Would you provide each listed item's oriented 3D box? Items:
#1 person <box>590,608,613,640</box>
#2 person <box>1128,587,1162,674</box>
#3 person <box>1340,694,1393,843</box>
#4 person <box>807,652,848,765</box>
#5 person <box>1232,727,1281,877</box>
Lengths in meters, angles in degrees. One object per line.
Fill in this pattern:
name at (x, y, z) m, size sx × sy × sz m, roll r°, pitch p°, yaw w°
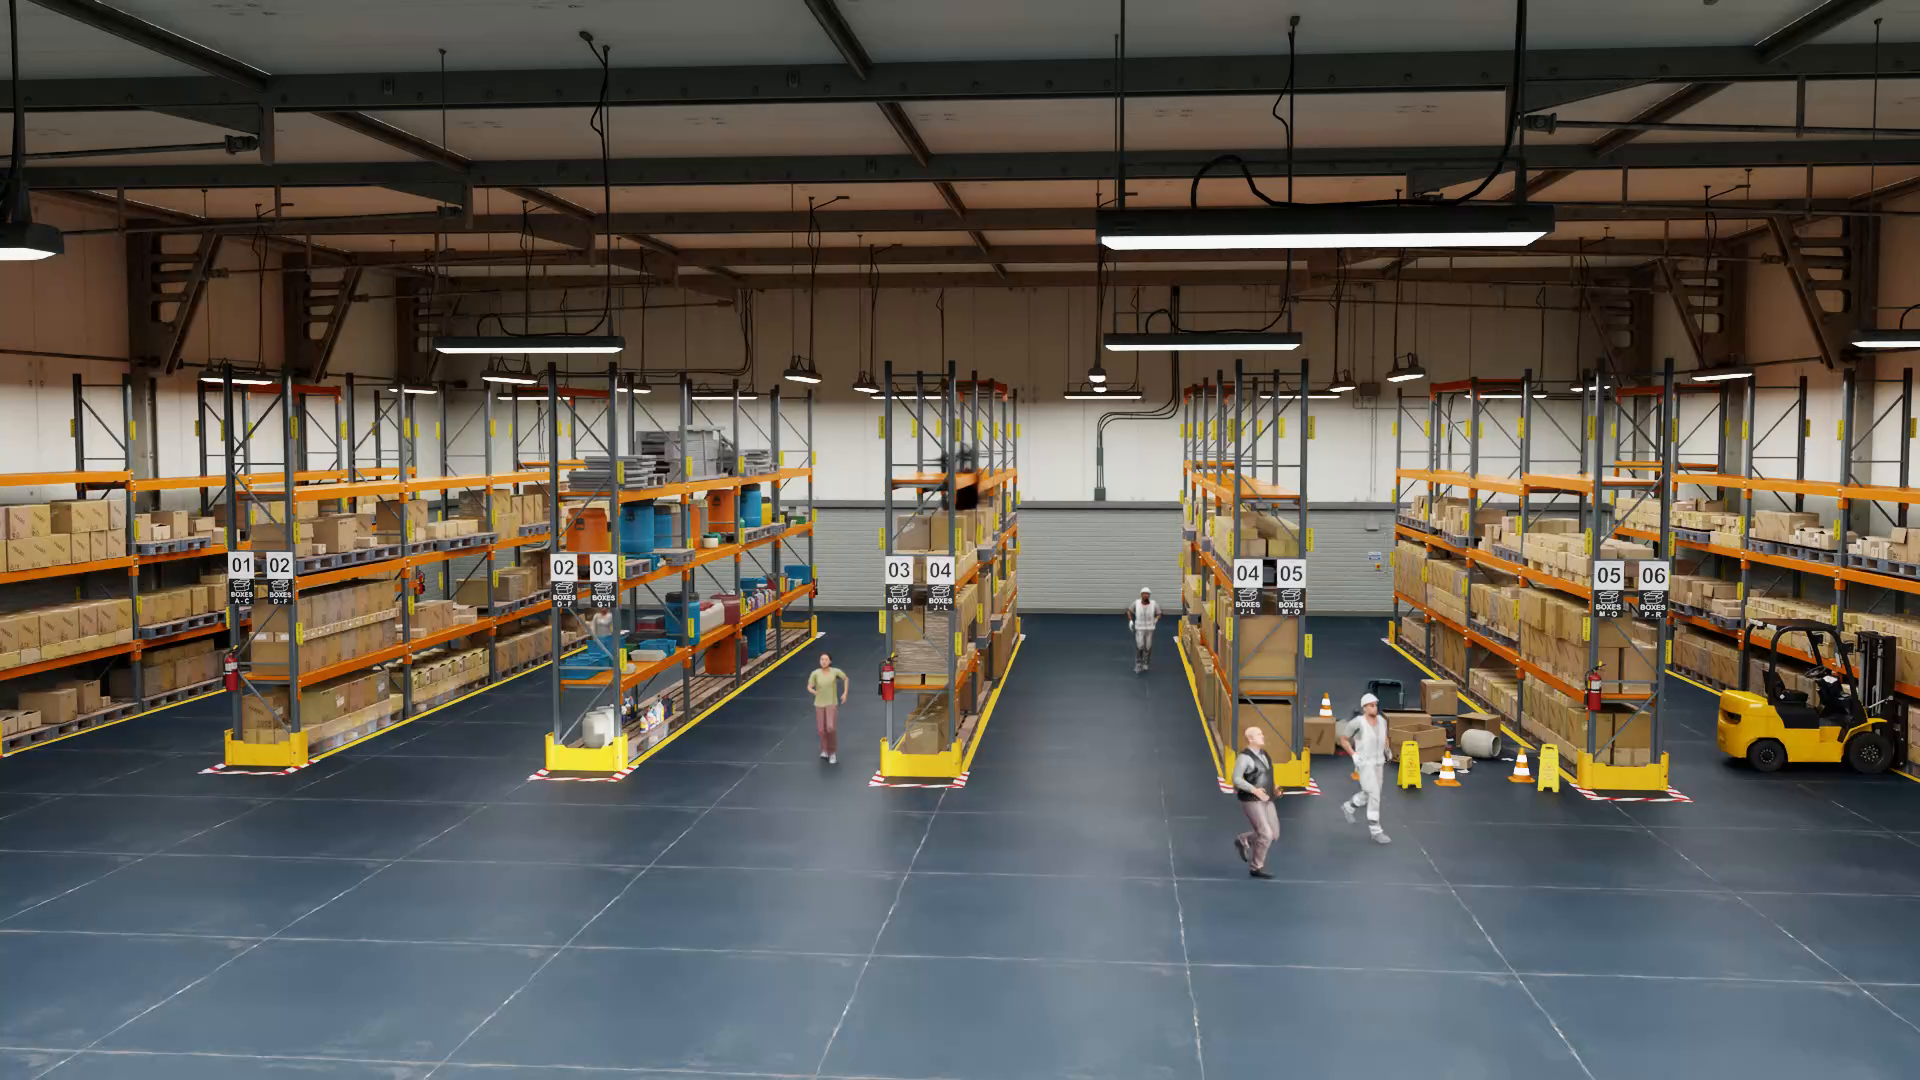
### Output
person at (-7.199, 2.023, 33.544) m, size 0.534 × 1.564 × 0.494 m, roll 0°, pitch 4°, yaw -4°
person at (3.824, 1.872, 34.283) m, size 0.680 × 1.799 × 0.705 m, roll 0°, pitch 4°, yaw 0°
person at (4.979, 2.753, 20.378) m, size 0.653 × 1.778 × 0.894 m, roll -2°, pitch 4°, yaw -28°
person at (-2.004, 2.530, 25.048) m, size 0.601 × 1.701 × 0.689 m, roll 0°, pitch 4°, yaw 5°
person at (3.313, 2.933, 18.726) m, size 0.612 × 1.671 × 0.657 m, roll 3°, pitch 5°, yaw 42°
